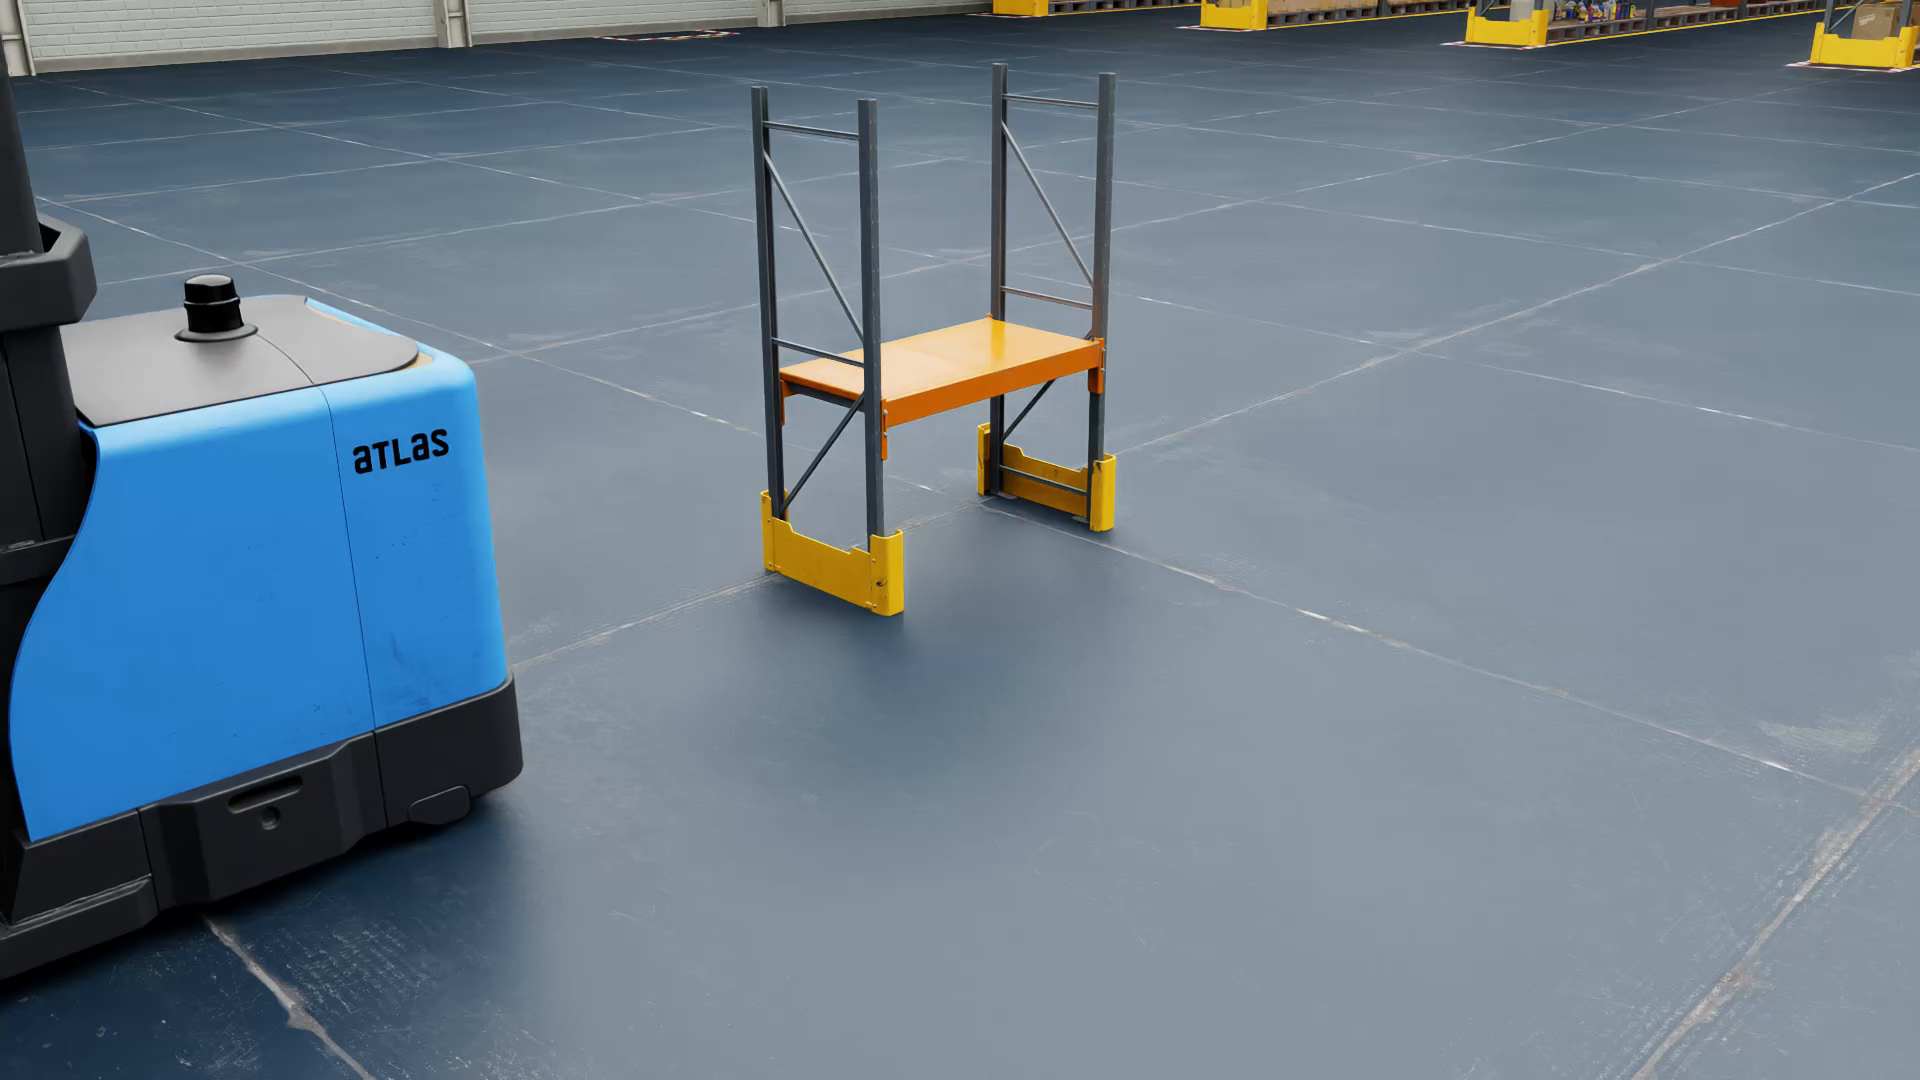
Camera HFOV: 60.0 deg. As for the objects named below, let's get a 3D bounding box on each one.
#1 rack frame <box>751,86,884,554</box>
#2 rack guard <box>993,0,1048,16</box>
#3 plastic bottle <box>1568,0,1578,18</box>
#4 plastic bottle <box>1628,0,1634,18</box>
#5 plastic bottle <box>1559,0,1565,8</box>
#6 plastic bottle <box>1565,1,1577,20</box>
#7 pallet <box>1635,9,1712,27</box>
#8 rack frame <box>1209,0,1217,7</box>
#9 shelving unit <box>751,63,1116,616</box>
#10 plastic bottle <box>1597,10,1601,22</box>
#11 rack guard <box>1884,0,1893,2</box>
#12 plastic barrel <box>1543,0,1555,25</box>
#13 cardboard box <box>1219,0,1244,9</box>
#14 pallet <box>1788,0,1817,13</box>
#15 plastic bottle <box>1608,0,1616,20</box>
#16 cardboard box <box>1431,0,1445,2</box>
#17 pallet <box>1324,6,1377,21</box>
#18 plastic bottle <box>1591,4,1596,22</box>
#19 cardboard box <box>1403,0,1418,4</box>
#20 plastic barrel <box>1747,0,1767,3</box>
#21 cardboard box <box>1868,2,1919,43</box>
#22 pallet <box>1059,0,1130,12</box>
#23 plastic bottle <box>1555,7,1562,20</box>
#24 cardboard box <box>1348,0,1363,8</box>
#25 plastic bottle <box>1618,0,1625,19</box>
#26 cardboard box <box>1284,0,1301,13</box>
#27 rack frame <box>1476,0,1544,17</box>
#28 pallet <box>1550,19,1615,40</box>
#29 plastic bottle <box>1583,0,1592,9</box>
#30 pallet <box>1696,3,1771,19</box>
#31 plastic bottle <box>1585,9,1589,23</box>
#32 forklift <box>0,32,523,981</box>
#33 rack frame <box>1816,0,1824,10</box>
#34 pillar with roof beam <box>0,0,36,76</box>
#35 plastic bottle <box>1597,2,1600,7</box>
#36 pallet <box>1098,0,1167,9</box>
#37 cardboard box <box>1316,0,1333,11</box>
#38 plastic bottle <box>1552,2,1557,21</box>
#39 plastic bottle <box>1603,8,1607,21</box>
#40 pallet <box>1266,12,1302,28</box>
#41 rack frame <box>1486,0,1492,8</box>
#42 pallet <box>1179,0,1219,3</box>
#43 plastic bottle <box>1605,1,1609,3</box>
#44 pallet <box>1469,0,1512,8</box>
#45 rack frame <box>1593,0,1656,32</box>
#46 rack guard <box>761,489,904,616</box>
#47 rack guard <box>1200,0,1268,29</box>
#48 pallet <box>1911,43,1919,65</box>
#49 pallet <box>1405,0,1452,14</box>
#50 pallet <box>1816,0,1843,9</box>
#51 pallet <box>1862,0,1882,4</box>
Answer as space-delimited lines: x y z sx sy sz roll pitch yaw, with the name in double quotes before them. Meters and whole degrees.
"rack frame" -0.414 -0.547 4.908 0.500 1.500 0.032 19 28 41
"rack guard" 1.142 -10.185 31.377 1.175 0.500 0.348 19 28 41
"plastic bottle" 9.985 -8.698 27.102 0.144 0.351 0.185 18 27 38
"plastic bottle" 10.878 -8.612 26.974 0.133 0.283 0.061 -18 28 -39
"plastic bottle" 9.689 -8.589 26.818 0.144 0.351 0.185 19 28 40
"plastic bottle" 9.812 -8.523 26.752 0.152 0.276 0.135 19 28 41
"pallet" 12.349 -9.106 28.972 1.003 0.211 1.213 19 28 41
"rack frame" 4.641 -10.094 27.655 1.000 3.000 0.127 19 28 41
"shelving unit" -0.053 -0.680 5.255 0.587 1.500 1.083 19 28 41
"plastic bottle" 10.053 -8.280 26.222 0.097 0.201 0.097 0 21 0
"rack guard" 19.356 -11.808 35.600 1.175 0.500 0.348 19 28 41
"plastic barrel" 8.941 -8.205 25.623 0.421 0.512 0.421 0 21 0
"cardboard box" 4.803 -9.218 28.624 0.500 0.250 0.500 19 28 41
"pallet" 15.990 -10.448 32.463 1.003 0.211 1.213 19 28 41
"plastic bottle" 10.375 -8.480 26.535 0.144 0.351 0.185 19 28 40
"cardboard box" 8.962 -10.472 31.885 0.500 0.250 0.500 -20 28 -41
"pallet" 6.846 -9.626 30.325 1.003 0.211 1.213 19 28 41
"plastic bottle" 9.914 -8.261 26.076 0.097 0.271 0.097 0 21 0
"cardboard box" 8.247 -10.207 31.197 0.500 0.250 0.500 -19 28 -41
"plastic barrel" 14.885 -10.400 31.228 0.600 0.588 0.708 19 28 41
"cardboard box" 12.576 -6.961 22.403 0.500 0.500 0.500 -12 24 -28
"pallet" 2.585 -10.563 32.761 1.003 0.211 1.213 19 28 41
"plastic bottle" 9.549 -8.401 26.538 0.097 0.201 0.097 0 21 0
"cardboard box" 6.908 -9.734 29.967 0.500 0.250 0.500 19 28 41
"plastic bottle" 10.601 -8.563 26.751 0.144 0.351 0.185 18 27 38
"cardboard box" 5.520 -9.218 28.623 0.500 0.250 0.500 19 28 41
"rack frame" 8.187 -8.853 24.427 1.000 3.000 0.127 19 28 41
"pallet" 9.628 -8.102 26.360 1.003 0.211 1.213 19 28 41
"plastic bottle" 10.220 -8.710 27.135 0.144 0.351 0.185 19 28 41
"pallet" 14.288 -9.821 30.832 1.003 0.211 1.213 19 28 41
"plastic bottle" 9.747 -8.167 25.929 0.097 0.201 0.097 0 21 0
"forklift" -2.465 -0.521 2.845 3.031 2.935 1.130 -18 28 -39
"rack frame" 16.558 -11.938 32.452 1.000 3.000 0.127 19 28 41
"pillar with roof beam" -8.515 -8.825 15.992 9.100 9.000 0.400 19 28 41
"plastic bottle" 10.182 -8.434 26.510 0.061 0.283 0.133 19 28 41
"pallet" 3.436 -10.878 33.581 1.003 0.211 1.213 19 28 41
"cardboard box" 6.222 -9.474 29.288 0.500 0.250 0.500 19 28 41
"plastic bottle" 9.426 -8.404 26.431 0.061 0.283 0.133 19 28 41
"plastic bottle" 10.196 -8.332 26.359 0.097 0.201 0.097 0 21 0
"pallet" 5.144 -8.999 28.694 1.003 0.211 1.213 19 28 41
"rack frame" 10.221 -12.150 33.005 1.000 3.000 0.127 19 28 41
"pallet" 5.272 -11.575 35.395 1.003 0.211 1.213 19 28 41
"plastic bottle" 10.477 -8.559 26.844 0.152 0.276 0.135 19 28 41
"pallet" 10.769 -11.031 33.980 1.003 0.211 1.213 19 28 41
"rack frame" 10.977 -9.881 27.102 1.000 3.000 0.127 19 28 41
"rack guard" -0.401 0.031 5.146 0.587 0.250 0.087 19 28 41
"rack guard" 4.624 -8.921 28.087 1.175 0.500 0.348 19 28 41
"pallet" 12.381 -6.531 22.273 1.003 0.211 1.213 19 28 41
"pallet" 8.768 -10.335 32.168 1.003 0.211 1.213 19 28 41
"pallet" 17.043 -10.835 33.469 1.003 0.211 1.213 19 28 41
"pallet" 18.745 -11.462 35.101 1.003 0.211 1.213 19 28 41
